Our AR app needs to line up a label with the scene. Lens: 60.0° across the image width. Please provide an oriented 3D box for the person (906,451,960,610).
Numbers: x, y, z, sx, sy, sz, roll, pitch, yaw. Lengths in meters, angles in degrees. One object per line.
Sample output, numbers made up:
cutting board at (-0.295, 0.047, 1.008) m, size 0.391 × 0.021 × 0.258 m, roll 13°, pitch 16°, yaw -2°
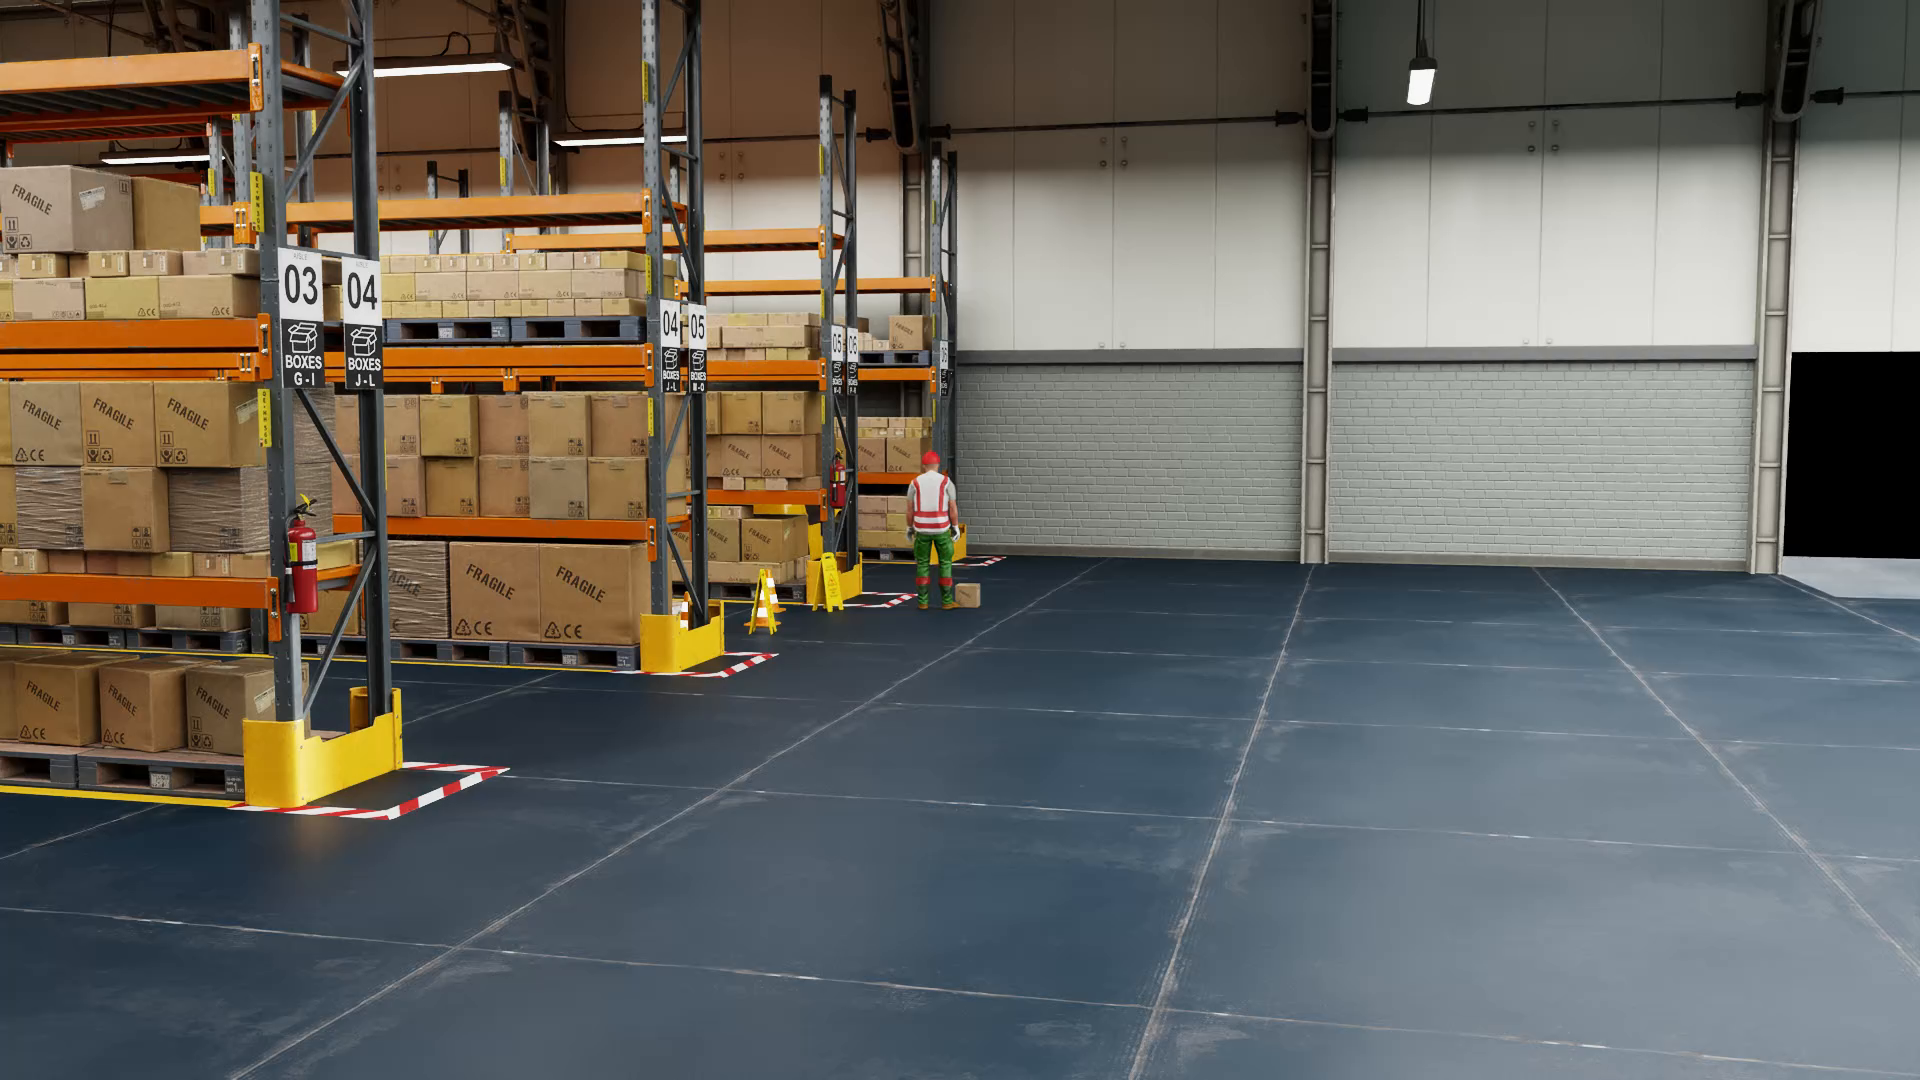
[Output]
person at (-0.305, -0.111, 18.711) m, size 0.610 × 1.778 × 0.453 m, roll 1°, pitch 5°, yaw 7°
